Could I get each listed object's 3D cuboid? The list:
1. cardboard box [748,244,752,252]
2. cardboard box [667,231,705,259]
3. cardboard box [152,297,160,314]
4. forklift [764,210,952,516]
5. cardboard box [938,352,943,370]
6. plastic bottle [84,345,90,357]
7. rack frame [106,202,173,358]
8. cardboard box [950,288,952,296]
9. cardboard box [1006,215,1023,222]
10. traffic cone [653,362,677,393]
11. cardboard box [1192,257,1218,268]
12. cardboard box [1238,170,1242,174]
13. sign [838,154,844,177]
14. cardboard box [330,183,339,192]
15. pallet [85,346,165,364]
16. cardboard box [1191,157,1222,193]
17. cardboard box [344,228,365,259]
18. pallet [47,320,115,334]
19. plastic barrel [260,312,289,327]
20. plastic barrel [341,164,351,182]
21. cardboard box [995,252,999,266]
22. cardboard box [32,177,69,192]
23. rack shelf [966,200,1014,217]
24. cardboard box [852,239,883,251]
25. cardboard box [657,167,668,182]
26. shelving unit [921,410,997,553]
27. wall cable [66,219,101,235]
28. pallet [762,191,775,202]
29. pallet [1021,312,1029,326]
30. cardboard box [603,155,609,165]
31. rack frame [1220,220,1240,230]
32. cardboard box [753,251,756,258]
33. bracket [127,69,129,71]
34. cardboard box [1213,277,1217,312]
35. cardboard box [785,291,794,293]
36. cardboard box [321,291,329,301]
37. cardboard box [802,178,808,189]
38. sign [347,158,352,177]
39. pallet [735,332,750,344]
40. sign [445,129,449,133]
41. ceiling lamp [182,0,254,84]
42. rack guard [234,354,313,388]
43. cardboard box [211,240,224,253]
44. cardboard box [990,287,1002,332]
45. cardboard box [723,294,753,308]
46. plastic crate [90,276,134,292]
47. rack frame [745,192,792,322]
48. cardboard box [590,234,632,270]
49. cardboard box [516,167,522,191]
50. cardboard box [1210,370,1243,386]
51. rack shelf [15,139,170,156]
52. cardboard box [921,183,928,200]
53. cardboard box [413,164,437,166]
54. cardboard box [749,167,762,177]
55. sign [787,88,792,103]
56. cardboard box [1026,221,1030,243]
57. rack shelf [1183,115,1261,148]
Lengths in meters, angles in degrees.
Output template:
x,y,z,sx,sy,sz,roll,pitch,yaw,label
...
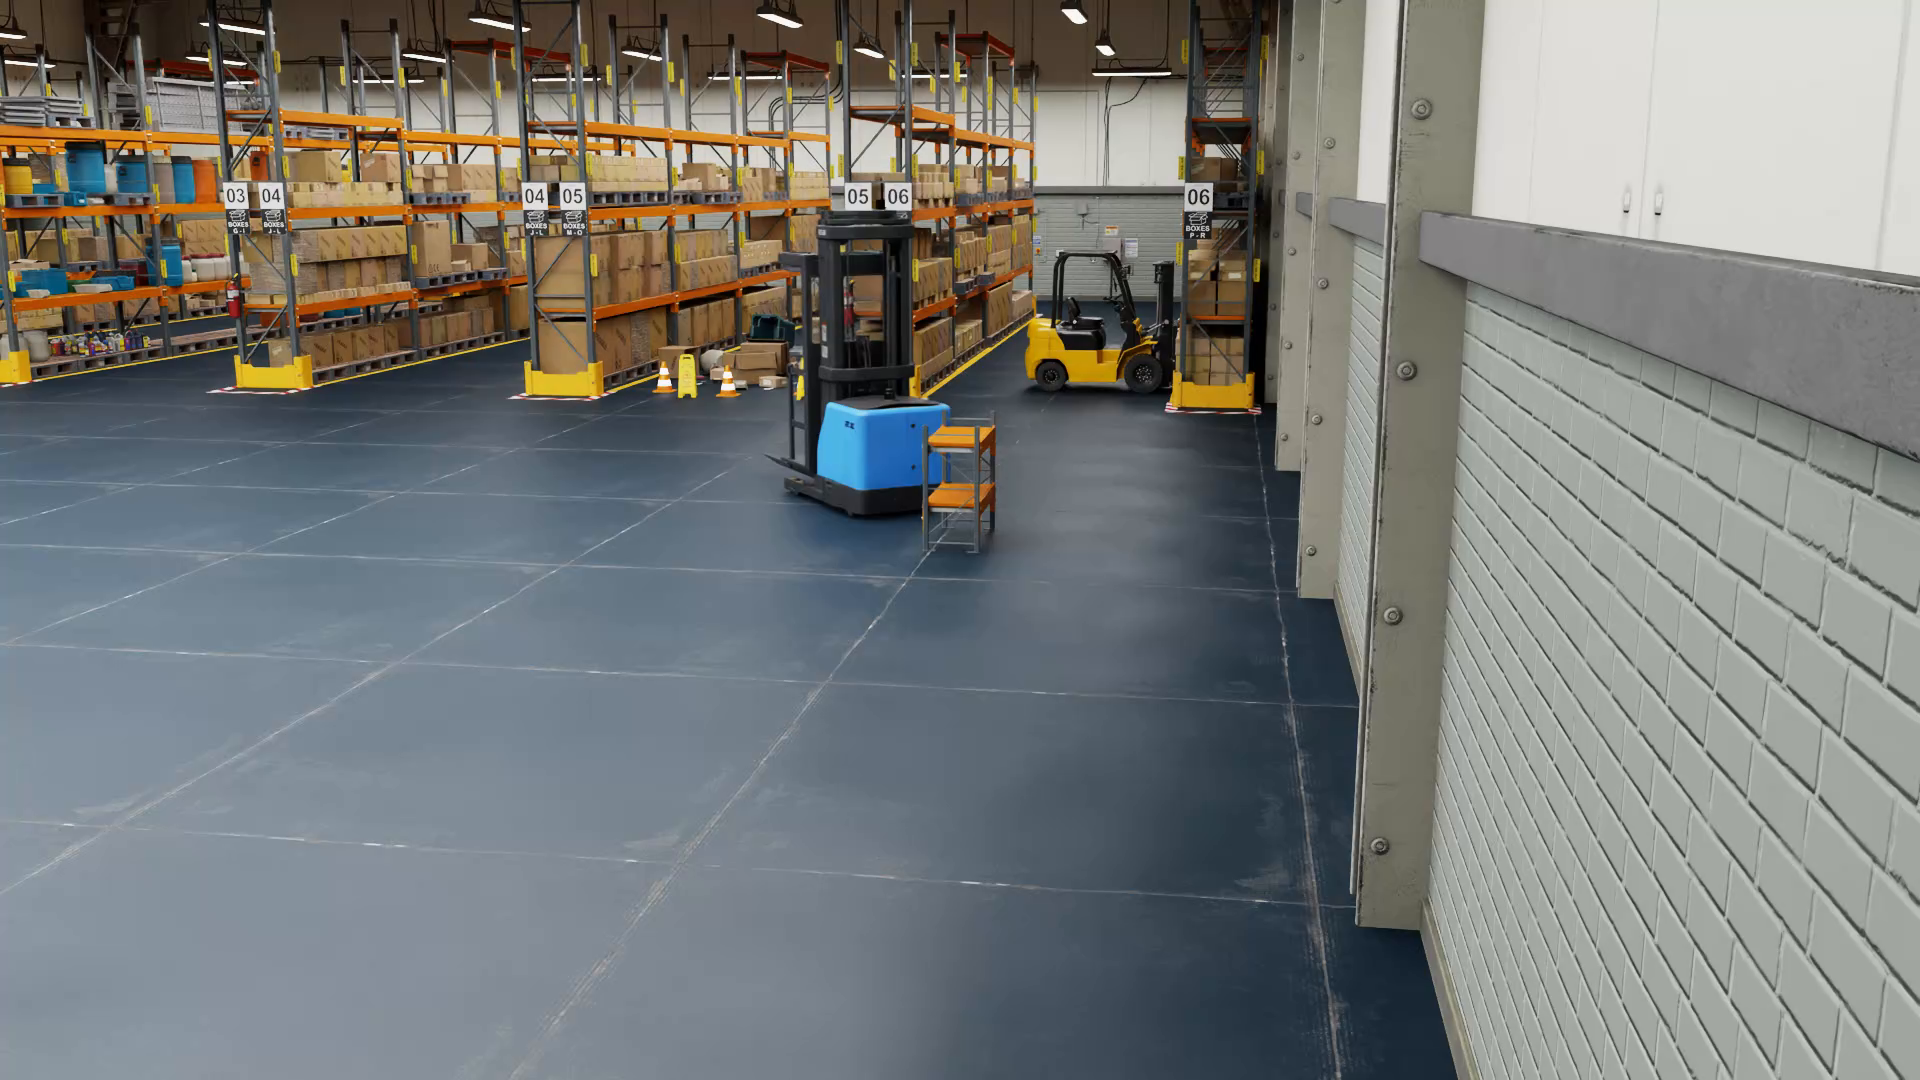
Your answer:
x,y,z,sx,sy,sz,roll,pitch,yaw,label
-4.493,-6.020,34.250,0.380,0.149,0.250,1,12,6,cardboard box
-5.188,-5.520,31.135,0.700,0.500,0.500,2,12,8,cardboard box
-18.813,-5.509,38.582,0.500,0.500,0.500,2,12,9,cardboard box
-1.202,-1.932,17.256,1.130,2.935,3.031,-6,14,-27,forklift
-0.566,-2.935,27.278,0.500,0.250,0.500,2,12,10,cardboard box
-15.285,-3.307,29.075,0.097,0.201,0.097,0,12,0,plastic bottle
-15.272,-4.904,30.885,1.000,3.000,0.127,2,12,9,rack frame
-0.335,-4.223,28.321,0.380,0.149,0.250,2,12,8,cardboard box
1.260,-7.427,38.440,0.380,0.149,0.250,2,12,10,cardboard box
-4.623,-2.554,26.000,0.336,0.463,0.334,2,12,9,traffic cone
3.683,-4.180,25.041,0.380,0.149,0.250,2,12,9,cardboard box
5.906,-7.804,35.687,0.500,0.250,0.500,2,12,8,cardboard box
-1.747,-5.511,24.481,0.100,0.325,0.005,2,12,9,sign
-10.489,-5.818,27.417,0.380,0.149,0.250,1,12,6,cardboard box
-15.417,-3.402,30.537,1.003,0.211,1.213,2,12,9,pallet
3.531,-5.299,24.127,0.500,0.500,0.500,2,12,11,cardboard box
-10.410,-5.012,28.069,0.500,0.500,0.500,2,12,9,cardboard box
-19.399,-4.689,36.507,1.003,0.211,1.213,2,12,9,pallet
-14.599,-4.983,35.409,0.600,0.830,0.708,2,12,9,plastic barrel
-13.982,-8.136,37.321,0.600,0.588,0.600,0,12,0,plastic barrel
0.520,-5.735,33.909,0.500,0.250,0.500,2,12,8,cardboard box
-19.517,-7.505,35.597,0.910,0.500,0.500,2,12,9,cardboard box
0.336,-6.786,34.206,1.077,0.370,4.000,2,12,9,rack shelf
-1.339,-4.386,25.166,0.700,0.500,0.500,2,12,7,cardboard box
-5.315,-6.244,28.397,0.500,0.250,0.500,2,12,8,cardboard box
0.001,-0.551,15.138,0.538,1.125,1.048,2,12,9,shelving unit
-23.954,-8.517,45.238,0.084,1.984,1.851,2,12,9,wall cable
-4.619,-7.261,35.146,1.213,0.211,1.003,2,12,9,pallet
1.024,-5.135,38.577,1.003,0.211,1.213,2,12,9,pallet
-5.664,-5.881,25.769,0.380,0.149,0.250,2,12,8,cardboard box
6.164,-6.760,39.499,1.000,3.000,0.127,2,12,9,rack frame
-4.450,-5.933,34.554,0.380,0.149,0.250,2,12,9,cardboard box
-23.241,-13.080,46.040,0.235,0.232,0.430,2,12,9,bracket
3.609,-3.697,25.049,0.500,0.500,0.500,2,12,10,cardboard box
-4.161,-5.843,39.600,0.380,0.149,0.250,2,12,11,cardboard box
-10.586,-3.995,27.265,0.380,0.149,0.250,2,12,9,cardboard box
-3.779,-8.165,38.065,0.500,0.250,0.500,2,12,10,cardboard box
-10.927,-6.672,29.809,0.100,0.325,0.005,2,12,9,sign
-4.756,-4.194,34.210,1.003,0.211,1.213,2,12,9,pallet
-12.881,-10.163,41.811,0.100,0.325,0.005,2,12,9,sign
-20.308,-13.986,44.932,2.000,3.185,0.800,2,12,9,ceiling lamp
-10.982,-2.705,26.614,1.175,0.500,0.348,2,12,9,rack guard
-18.434,-7.088,40.780,0.500,0.500,0.500,2,12,8,cardboard box
0.359,-4.748,34.210,0.875,0.875,0.875,2,12,9,cardboard box
-4.533,-4.880,33.931,0.500,0.250,0.500,1,12,6,cardboard box
-15.174,-4.592,29.791,0.499,0.251,0.616,2,12,9,plastic crate
-4.263,-6.227,37.025,1.000,3.000,0.127,2,12,9,rack frame
-5.799,-4.636,26.722,0.875,0.550,0.550,2,12,9,cardboard box
-9.470,-7.724,35.610,0.797,0.503,0.637,2,12,8,cardboard box
3.972,-2.387,24.735,0.500,0.250,0.500,2,12,9,cardboard box
-19.244,-8.700,36.915,1.077,0.370,4.000,2,12,9,rack shelf
-0.774,-5.329,25.386,0.500,0.250,0.500,2,12,8,cardboard box
-10.242,-7.036,32.234,0.500,0.500,0.500,2,12,7,cardboard box
-4.630,-7.632,35.181,0.797,0.503,0.637,2,12,8,cardboard box
-3.713,-9.677,36.200,0.100,0.325,0.005,2,12,9,sign
1.369,-7.240,39.115,0.500,0.500,0.500,2,12,9,cardboard box
4.011,-6.232,25.462,1.077,0.370,4.000,2,12,9,rack shelf
